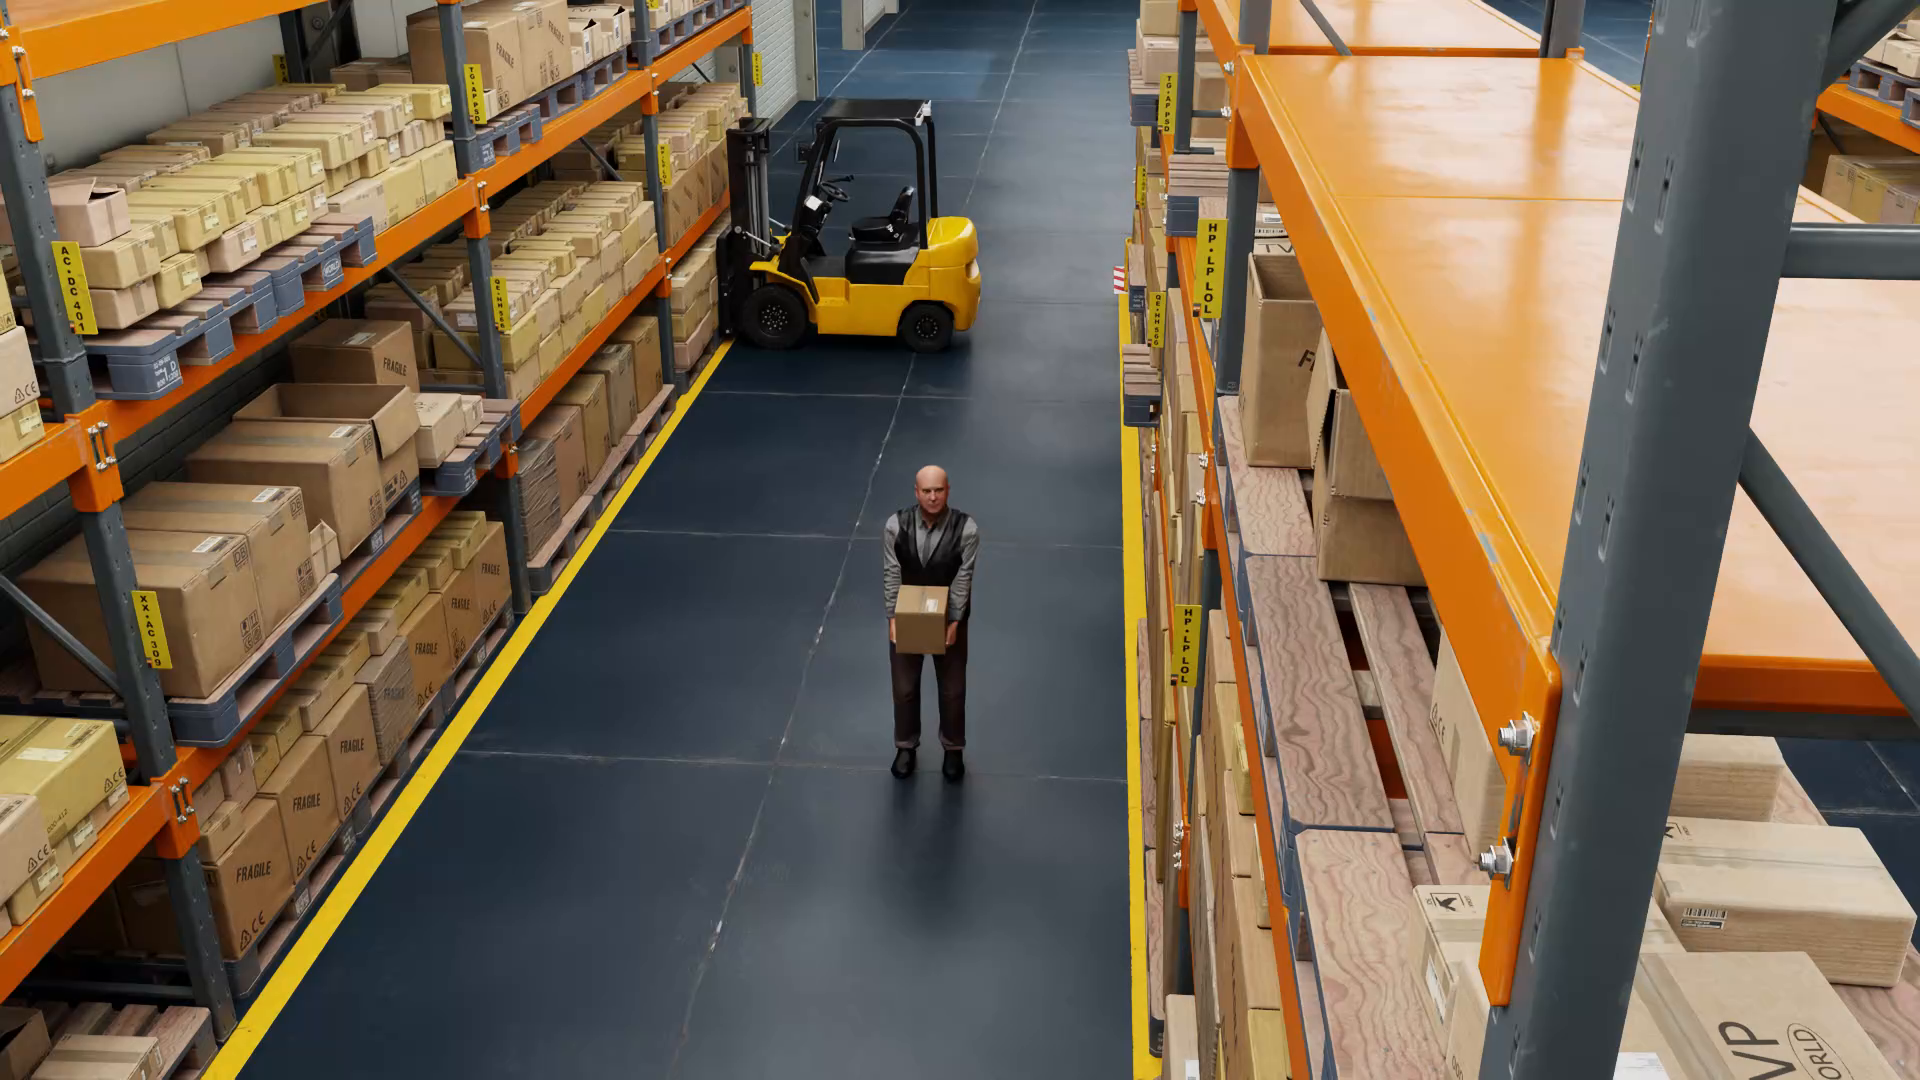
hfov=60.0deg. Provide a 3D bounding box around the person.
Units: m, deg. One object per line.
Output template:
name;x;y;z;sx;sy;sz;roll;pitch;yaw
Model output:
person;-0.155;0.467;8.610;0.495;1.718;0.555;2;24;4
